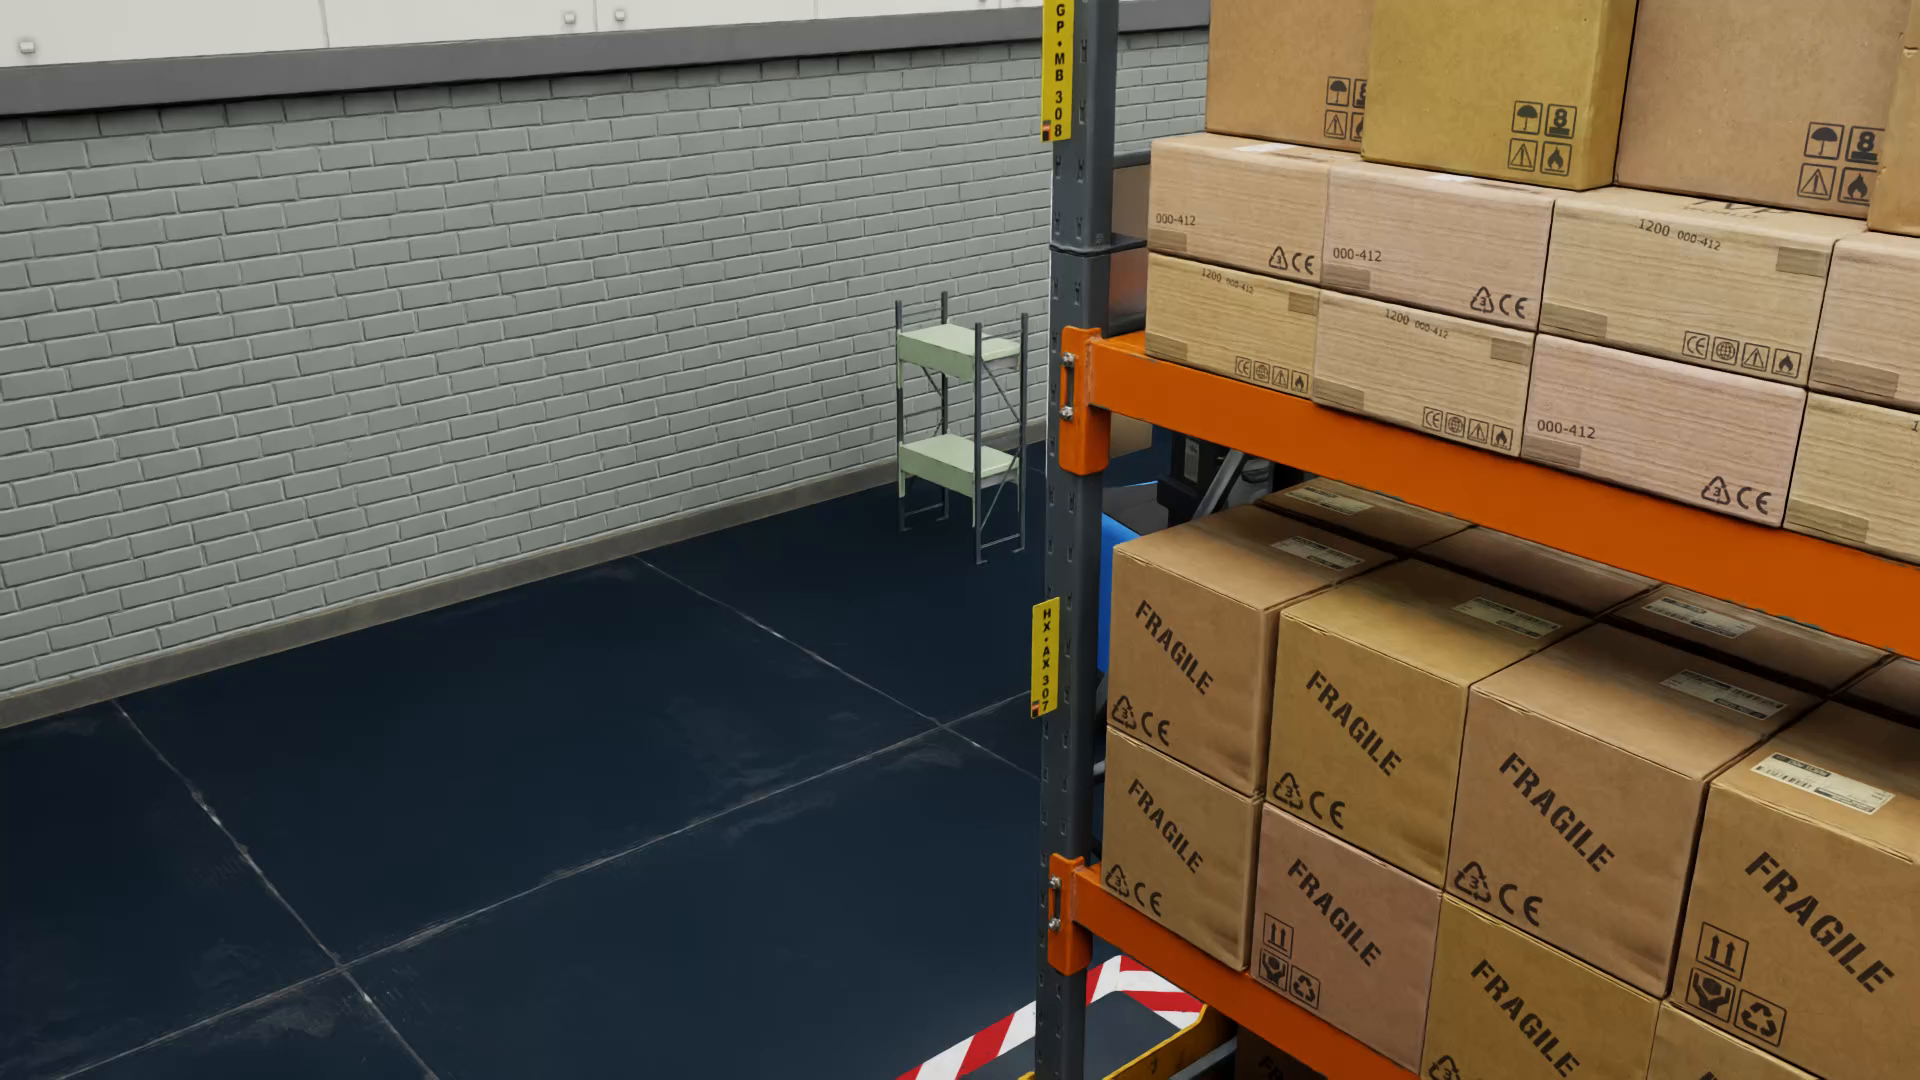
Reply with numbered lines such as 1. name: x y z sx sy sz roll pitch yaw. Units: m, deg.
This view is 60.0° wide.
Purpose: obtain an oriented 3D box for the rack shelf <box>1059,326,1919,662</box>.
1. rack shelf: 1.944 0.076 3.050 1.077 0.370 4.000 -17 27 -37

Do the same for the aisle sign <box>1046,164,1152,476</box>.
1. aisle sign: 0.371 -0.574 4.273 0.394 0.787 0.004 -17 27 -37

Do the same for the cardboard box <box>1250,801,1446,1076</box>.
1. cardboard box: 1.069 0.865 4.025 0.500 0.500 0.500 -18 28 -38

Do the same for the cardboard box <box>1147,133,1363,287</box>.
1. cardboard box: 0.777 -0.771 3.746 0.500 0.250 0.500 -17 27 -37

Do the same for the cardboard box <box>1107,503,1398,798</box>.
1. cardboard box: 0.728 0.258 4.203 0.500 0.500 0.500 -16 27 -36

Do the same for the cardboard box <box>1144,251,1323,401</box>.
1. cardboard box: 0.781 -0.539 3.840 0.500 0.250 0.500 -17 27 -37

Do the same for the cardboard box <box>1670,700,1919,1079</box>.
1. cardboard box: 1.730 0.681 3.125 0.500 0.500 0.500 -18 28 -38

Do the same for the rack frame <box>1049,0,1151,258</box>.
1. rack frame: 0.638 -2.208 3.783 1.000 3.000 0.127 -17 27 -37

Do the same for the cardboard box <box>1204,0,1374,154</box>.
1. cardboard box: 0.986 -1.186 3.777 0.700 0.500 0.500 -17 27 -37

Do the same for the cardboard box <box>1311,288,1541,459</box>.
1. cardboard box: 1.098 -0.398 3.480 0.500 0.250 0.500 -17 27 -37

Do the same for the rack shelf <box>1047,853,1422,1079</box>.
1. rack shelf: 1.944 1.473 3.597 1.077 0.370 4.000 -17 27 -37

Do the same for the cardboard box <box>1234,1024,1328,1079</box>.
1. cardboard box: 1.180 1.636 5.019 0.500 0.500 0.500 -17 27 -37

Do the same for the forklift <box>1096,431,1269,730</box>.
1. forklift: 1.610 -0.178 6.920 1.130 2.935 3.031 -10 24 -24

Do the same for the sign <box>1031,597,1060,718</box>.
1. sign: 0.227 0.311 4.389 0.100 0.325 0.005 -17 27 -37

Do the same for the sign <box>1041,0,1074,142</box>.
1. sign: 0.227 -1.089 3.841 0.100 0.325 0.005 -17 27 -37

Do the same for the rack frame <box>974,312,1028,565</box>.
1. rack frame: 0.243 -0.595 9.948 0.400 1.500 0.023 -17 27 -37

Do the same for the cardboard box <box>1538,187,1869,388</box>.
1. cardboard box: 1.429 -0.494 3.040 0.500 0.250 0.500 -17 27 -37

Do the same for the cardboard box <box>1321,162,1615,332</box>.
1. cardboard box: 1.098 -0.631 3.389 0.500 0.250 0.500 -17 27 -37

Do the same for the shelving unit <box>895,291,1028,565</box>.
1. shelving unit: 0.004 -0.697 10.206 0.431 1.500 0.755 -17 27 -37

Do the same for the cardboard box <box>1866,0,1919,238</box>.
1. cardboard box: 1.912 -0.754 2.676 0.700 0.500 0.500 -17 27 -37

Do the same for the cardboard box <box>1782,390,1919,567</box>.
1. cardboard box: 1.757 -0.124 2.779 0.500 0.250 0.500 -17 27 -37

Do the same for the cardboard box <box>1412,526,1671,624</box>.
1. cardboard box: 1.468 0.270 4.174 0.500 0.500 0.500 -17 27 -36

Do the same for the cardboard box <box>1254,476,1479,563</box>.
1. cardboard box: 1.137 0.131 4.530 0.500 0.500 0.500 -18 28 -38

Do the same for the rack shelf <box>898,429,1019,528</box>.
1. rack shelf: 0.004 -0.393 10.325 0.431 0.370 0.720 -17 27 -37

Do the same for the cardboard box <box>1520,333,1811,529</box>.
1. cardboard box: 1.425 -0.260 3.128 0.500 0.250 0.500 -17 27 -37

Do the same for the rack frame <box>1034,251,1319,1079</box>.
1. rack frame: 0.638 0.585 4.877 1.000 3.000 0.127 -17 27 -37

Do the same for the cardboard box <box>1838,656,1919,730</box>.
1. cardboard box: 2.145 0.554 3.449 0.500 0.500 0.500 -16 27 -36

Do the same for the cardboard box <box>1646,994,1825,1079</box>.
1. cardboard box: 1.720 1.143 3.315 0.500 0.500 0.500 -17 27 -37

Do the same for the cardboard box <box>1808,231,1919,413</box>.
1. cardboard box: 1.752 -0.355 2.685 0.500 0.250 0.500 -17 27 -37

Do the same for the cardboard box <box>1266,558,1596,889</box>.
1. cardboard box: 1.075 0.401 3.839 0.500 0.500 0.500 -17 27 -37

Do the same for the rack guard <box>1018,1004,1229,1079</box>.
1. rack guard: 0.688 1.770 5.279 1.175 0.500 0.348 -17 27 -37

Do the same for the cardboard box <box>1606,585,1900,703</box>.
1. cardboard box: 1.810 0.412 3.811 0.500 0.500 0.500 -17 27 -36

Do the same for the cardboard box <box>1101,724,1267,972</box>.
1. cardboard box: 0.728 0.724 4.386 0.500 0.500 0.500 -17 27 -36

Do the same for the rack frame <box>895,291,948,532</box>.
1. rack frame: -0.235 -0.798 10.464 0.400 1.500 0.023 -17 27 -37

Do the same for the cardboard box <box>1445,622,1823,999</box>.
1. cardboard box: 1.398 0.540 3.483 0.500 0.500 0.500 -17 27 -37

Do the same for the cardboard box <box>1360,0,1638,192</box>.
1. cardboard box: 1.248 -1.027 3.373 0.700 0.500 0.500 -17 27 -37

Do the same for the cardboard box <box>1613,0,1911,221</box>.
1. cardboard box: 1.656 -0.915 3.085 0.700 0.500 0.500 -17 27 -37

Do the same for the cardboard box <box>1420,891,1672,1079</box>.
1. cardboard box: 1.395 1.005 3.669 0.500 0.500 0.500 -18 27 -38

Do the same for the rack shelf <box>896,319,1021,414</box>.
1. rack shelf: 0.004 -1.060 10.063 0.431 0.370 0.720 -17 27 -37
